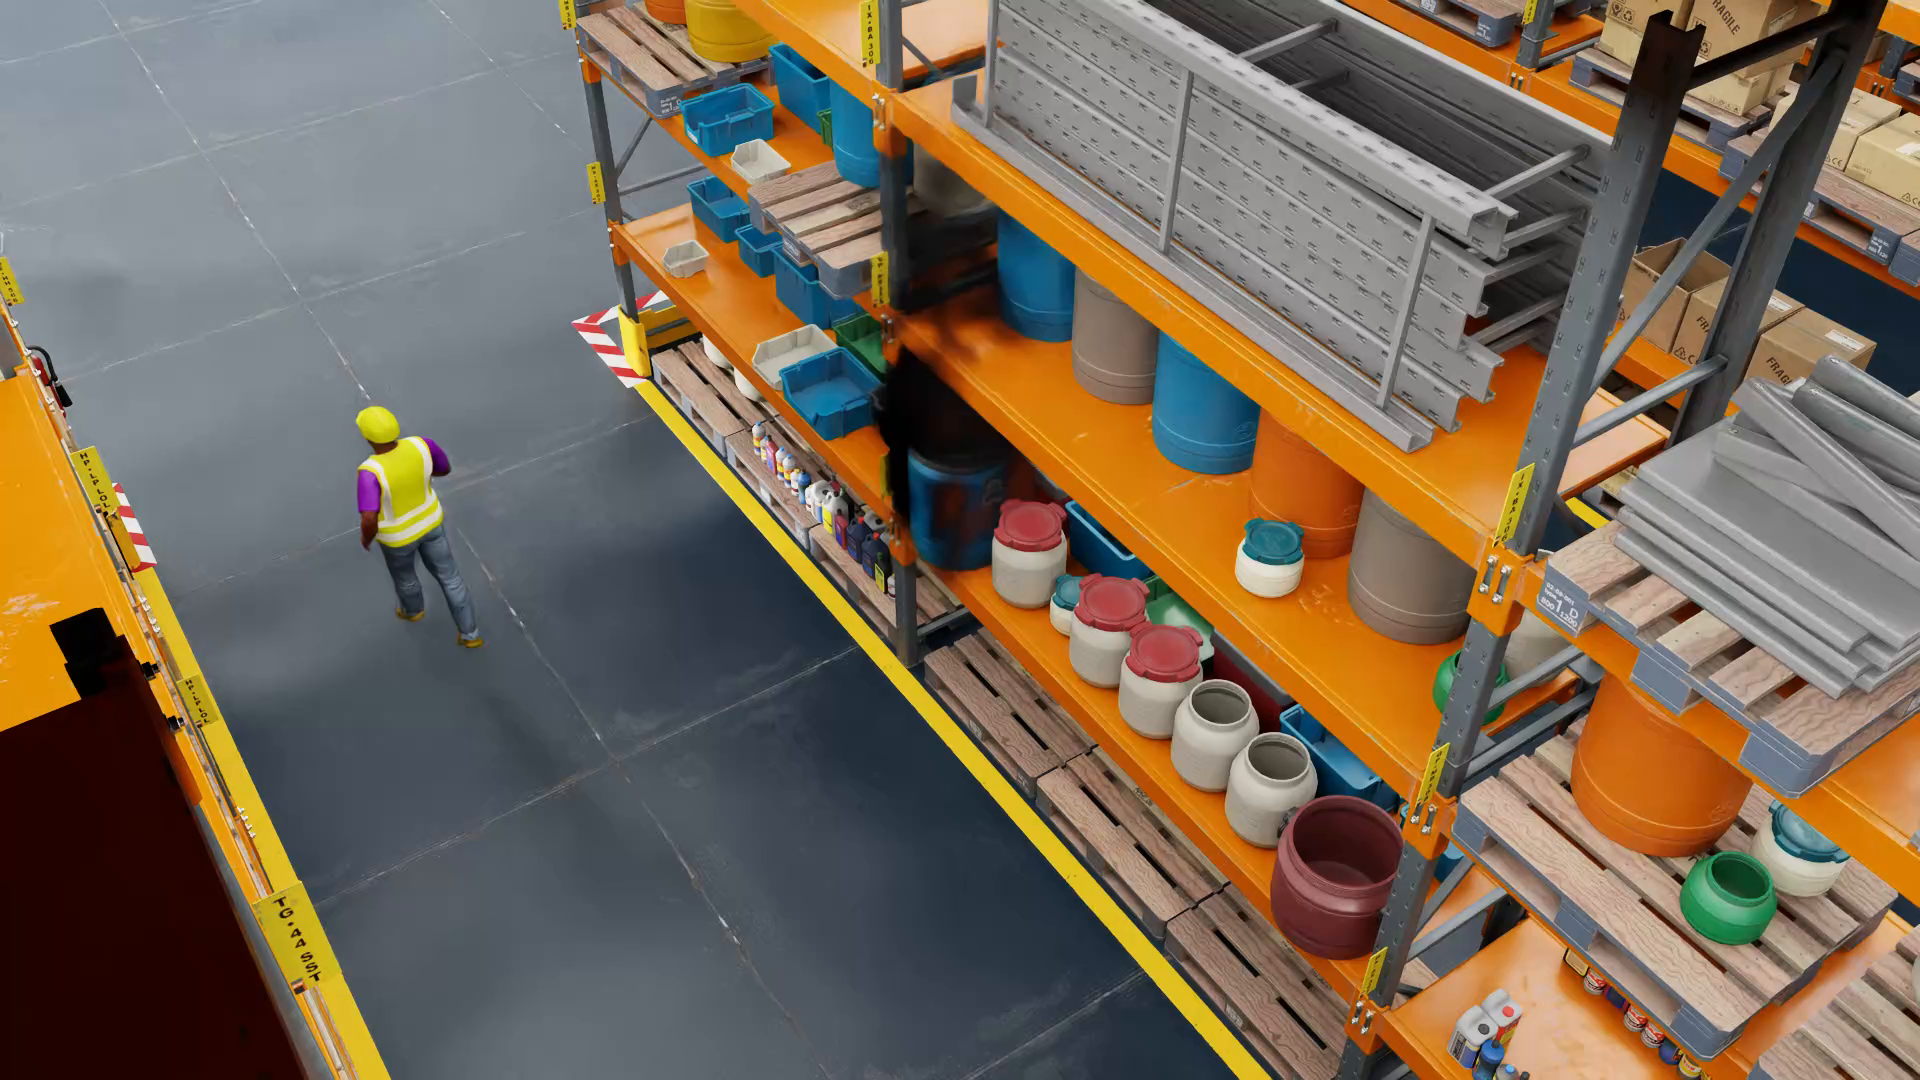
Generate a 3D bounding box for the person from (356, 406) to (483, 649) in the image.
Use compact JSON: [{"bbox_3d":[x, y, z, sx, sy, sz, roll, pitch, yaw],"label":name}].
[{"bbox_3d":[-3.327,-0.061,10.081,0.710,1.823,0.831,-33,52,-31],"label":"person"}]
